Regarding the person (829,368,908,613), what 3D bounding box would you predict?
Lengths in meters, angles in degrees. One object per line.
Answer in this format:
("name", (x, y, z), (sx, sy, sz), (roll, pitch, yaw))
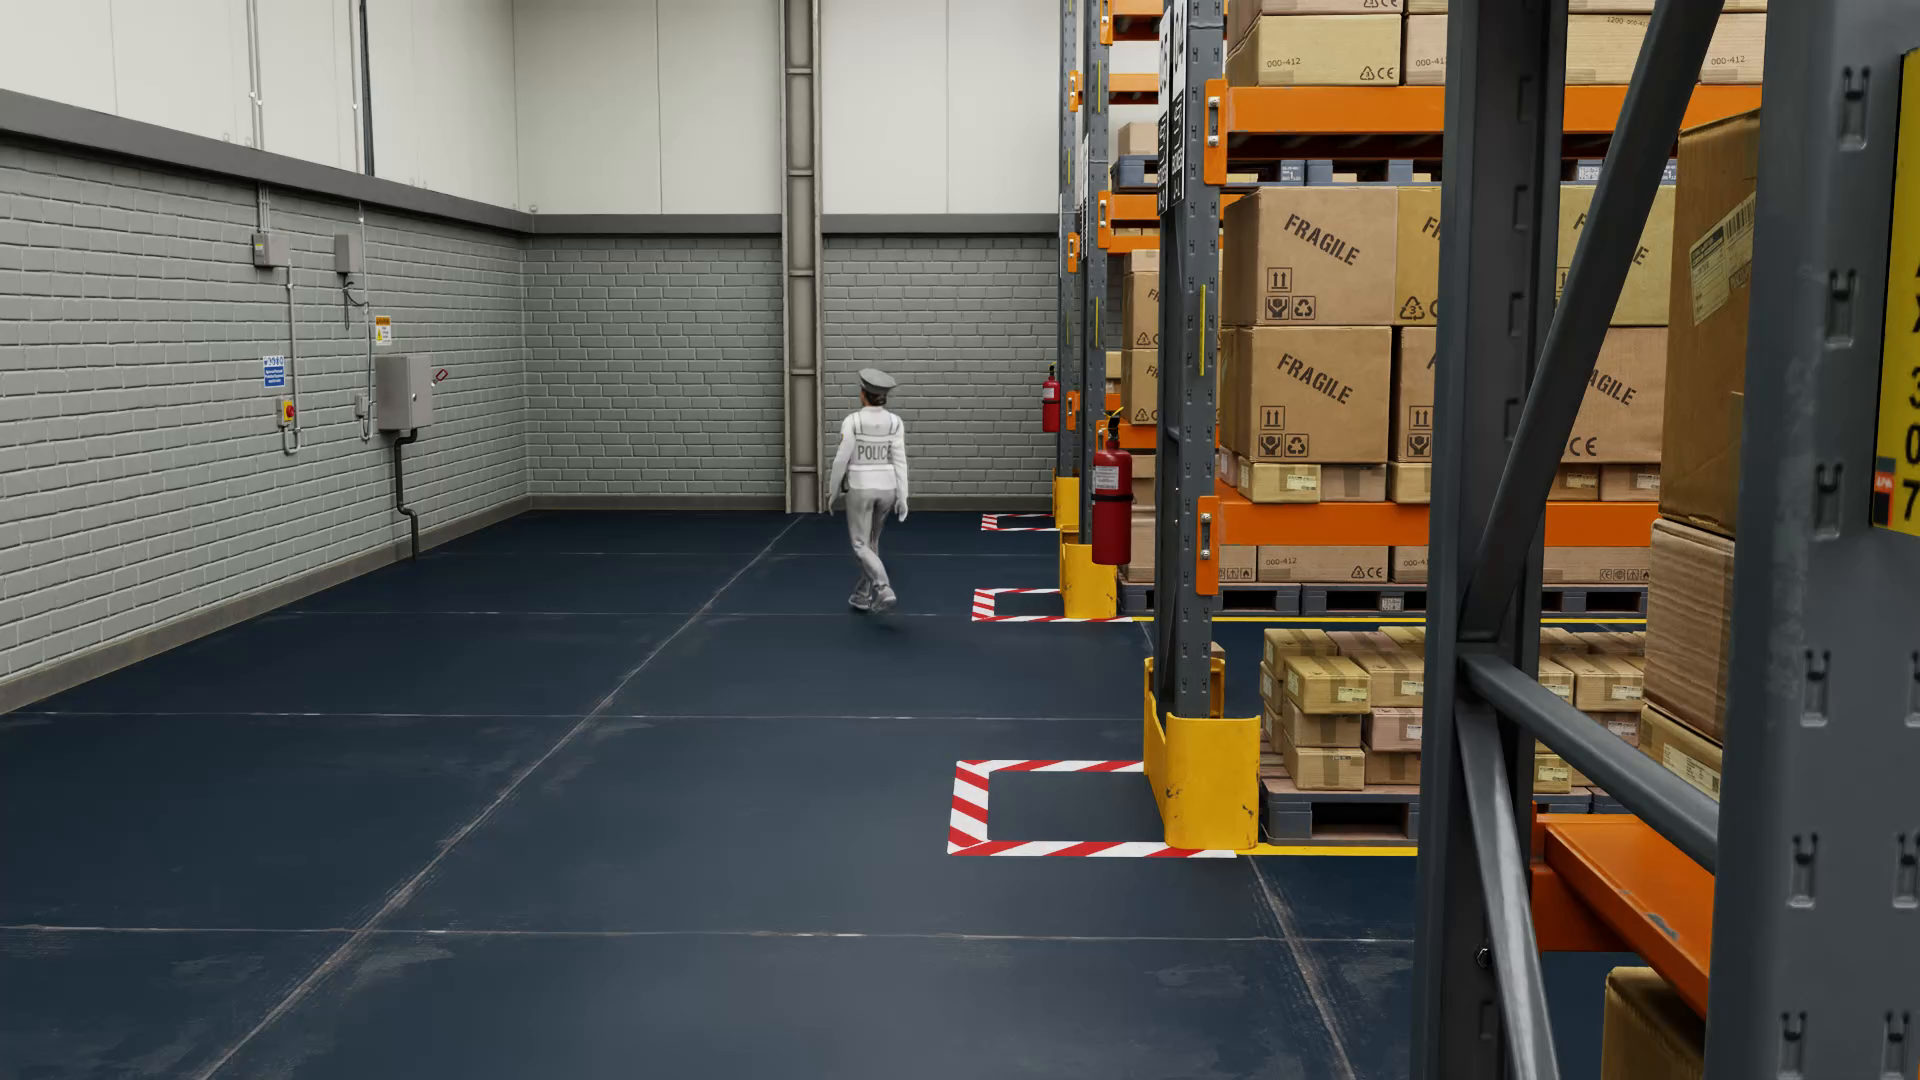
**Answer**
("person", (-0.616, -0.321, 11.089), (0.496, 1.646, 0.895), (-4, 8, -28))
